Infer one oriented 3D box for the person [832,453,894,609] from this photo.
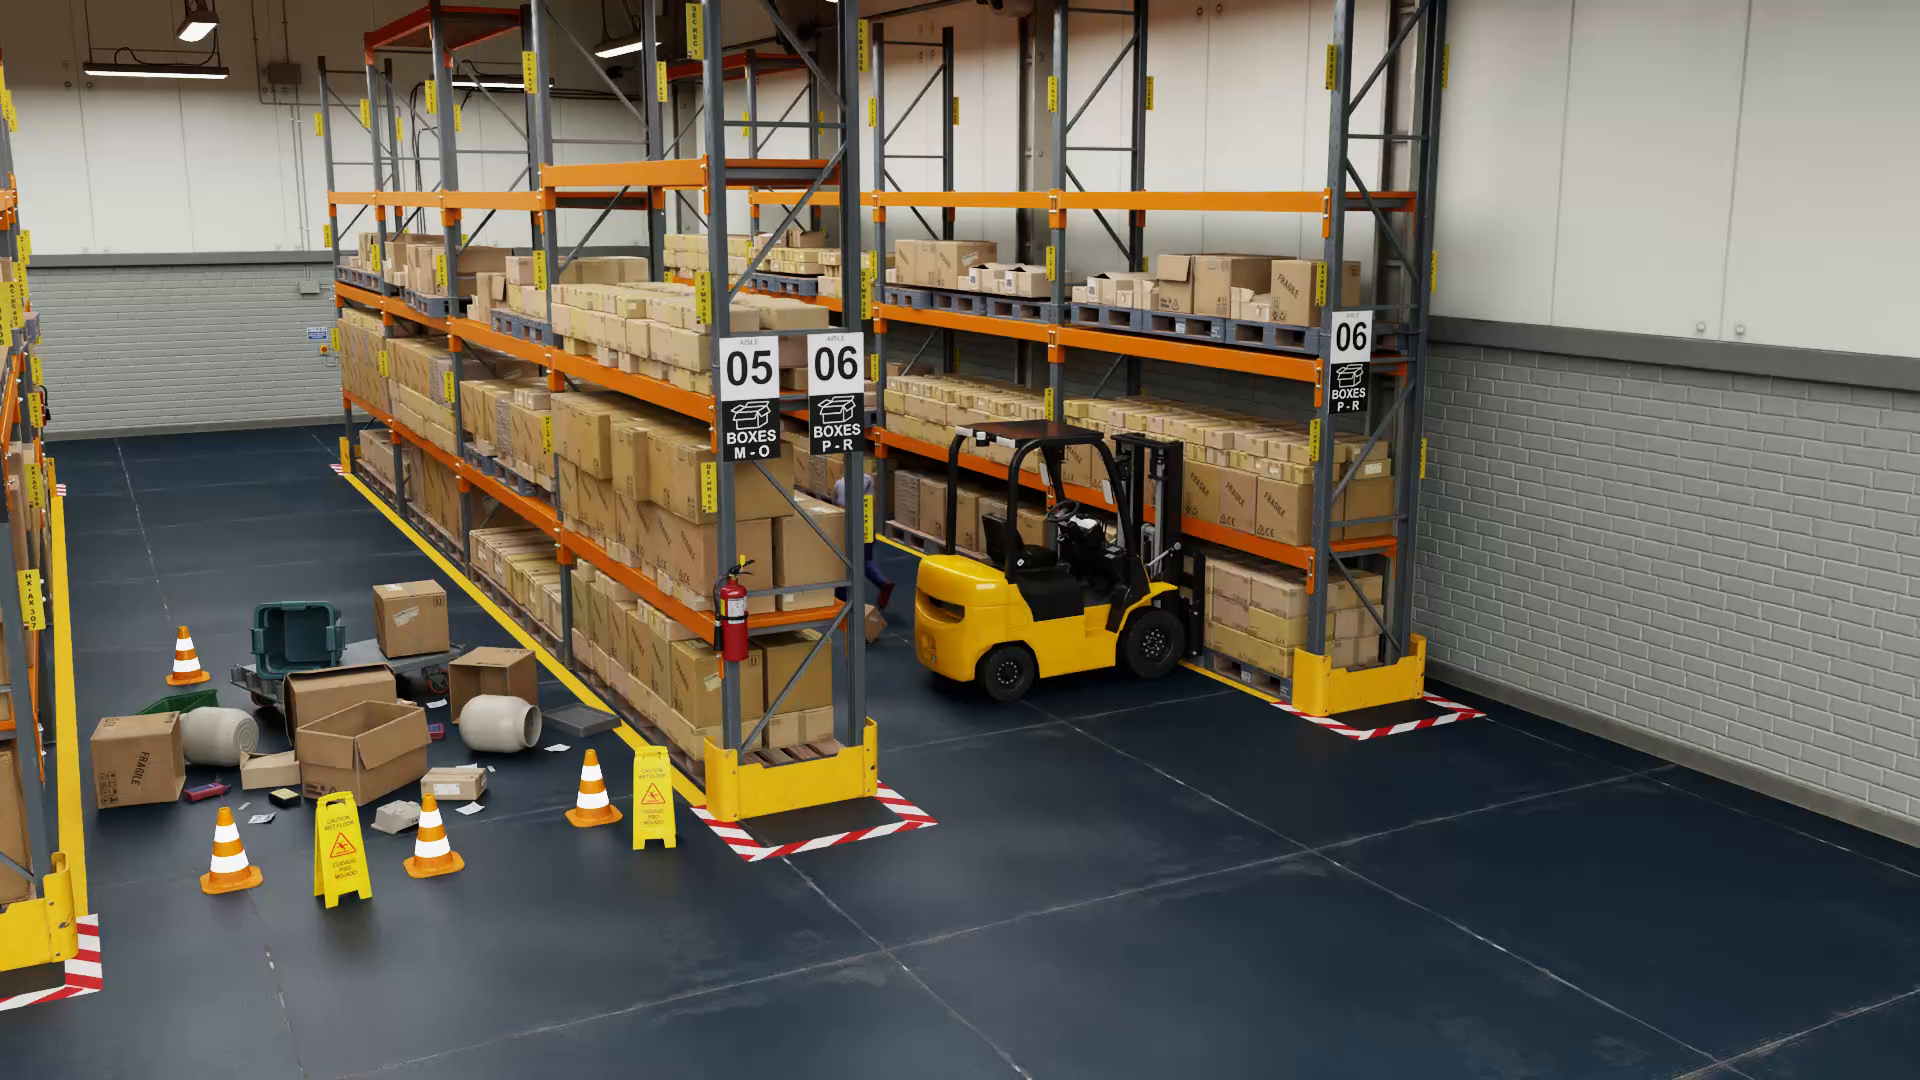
[{"bbox_3d":[-1.015,-0.096,16.440,0.512,1.603,0.806,-9,15,-36],"label":"person"}]
